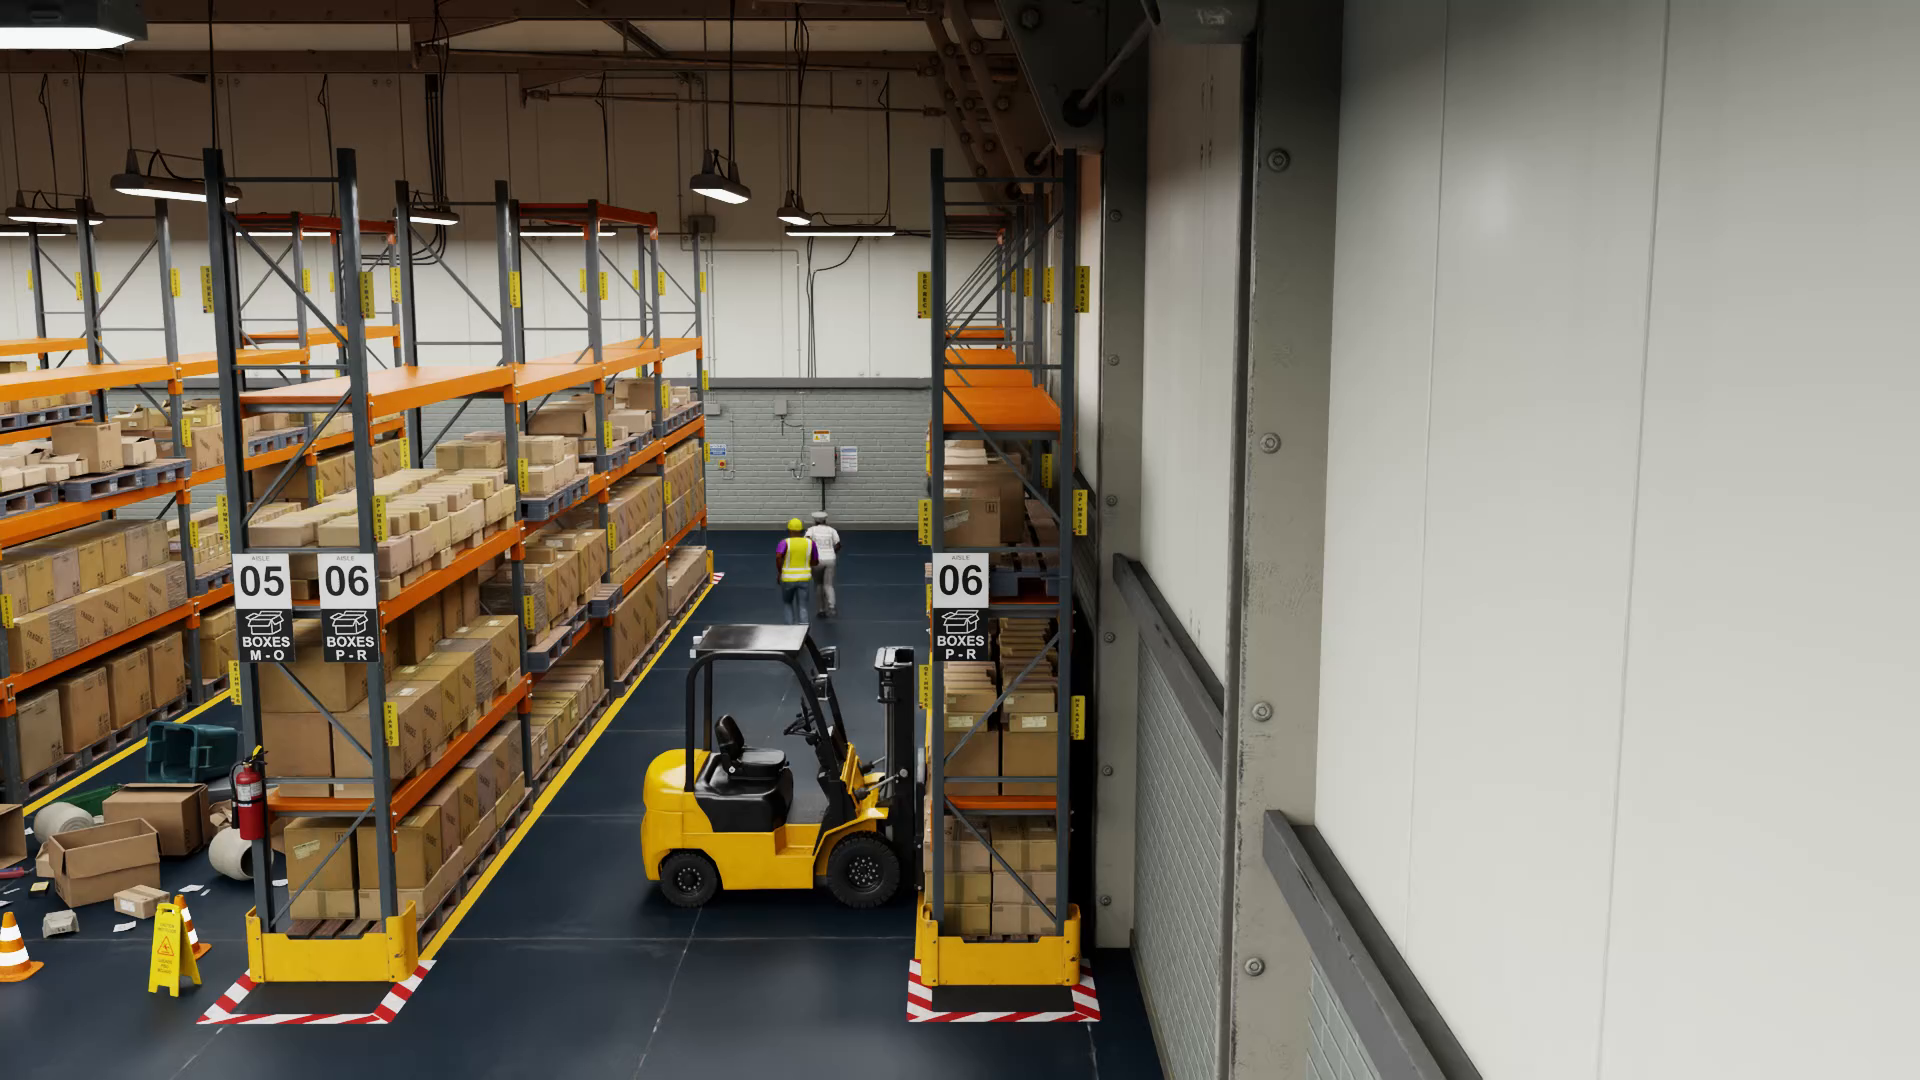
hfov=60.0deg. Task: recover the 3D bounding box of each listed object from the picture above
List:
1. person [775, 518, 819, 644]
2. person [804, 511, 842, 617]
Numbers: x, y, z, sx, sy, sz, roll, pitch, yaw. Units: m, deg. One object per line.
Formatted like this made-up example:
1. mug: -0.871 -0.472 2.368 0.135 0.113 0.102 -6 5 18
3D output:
1. person: -2.267 0.606 23.168 0.631 1.811 0.827 -2 9 -10
2. person: -2.037 0.433 24.908 0.609 1.627 0.980 -3 10 -18
